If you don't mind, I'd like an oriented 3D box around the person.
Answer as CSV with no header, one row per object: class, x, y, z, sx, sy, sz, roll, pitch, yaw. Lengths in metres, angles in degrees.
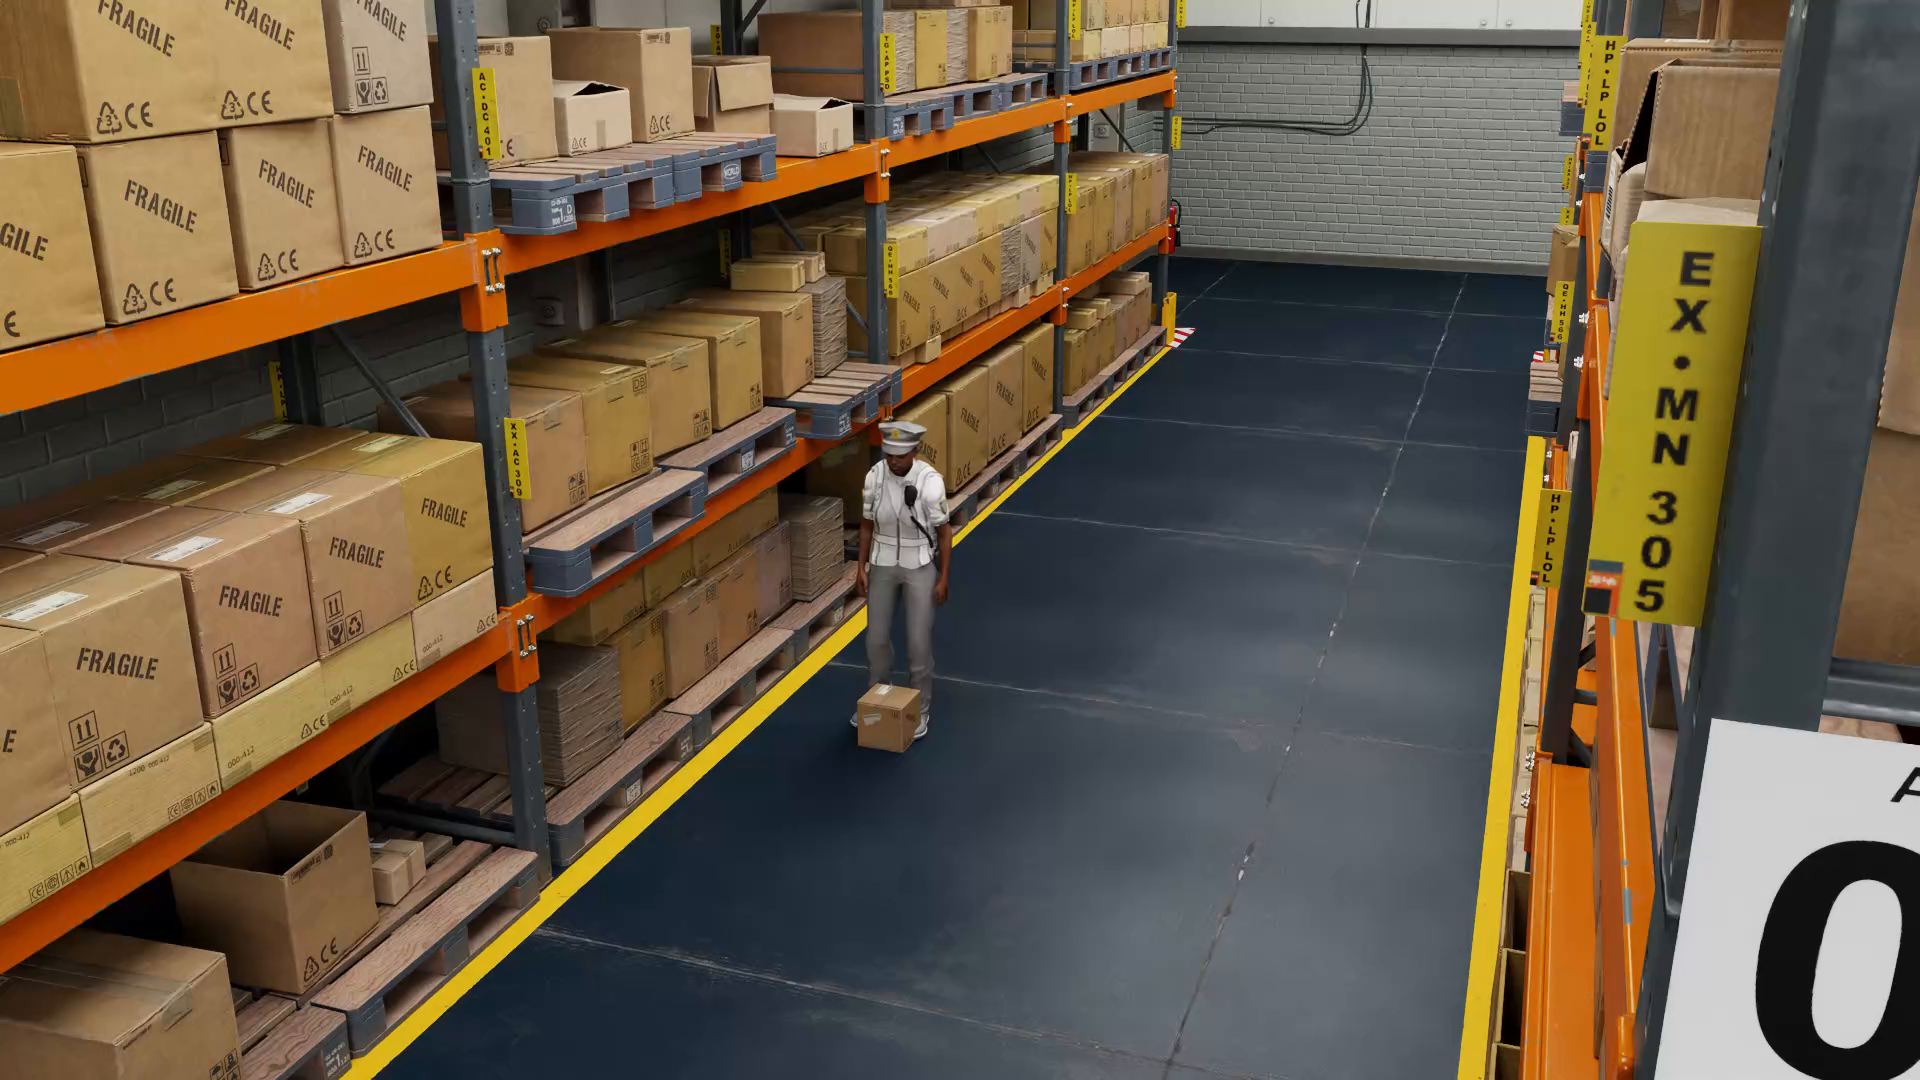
person,-0.301,0.181,8.532,0.520,1.658,0.417,6,20,17
